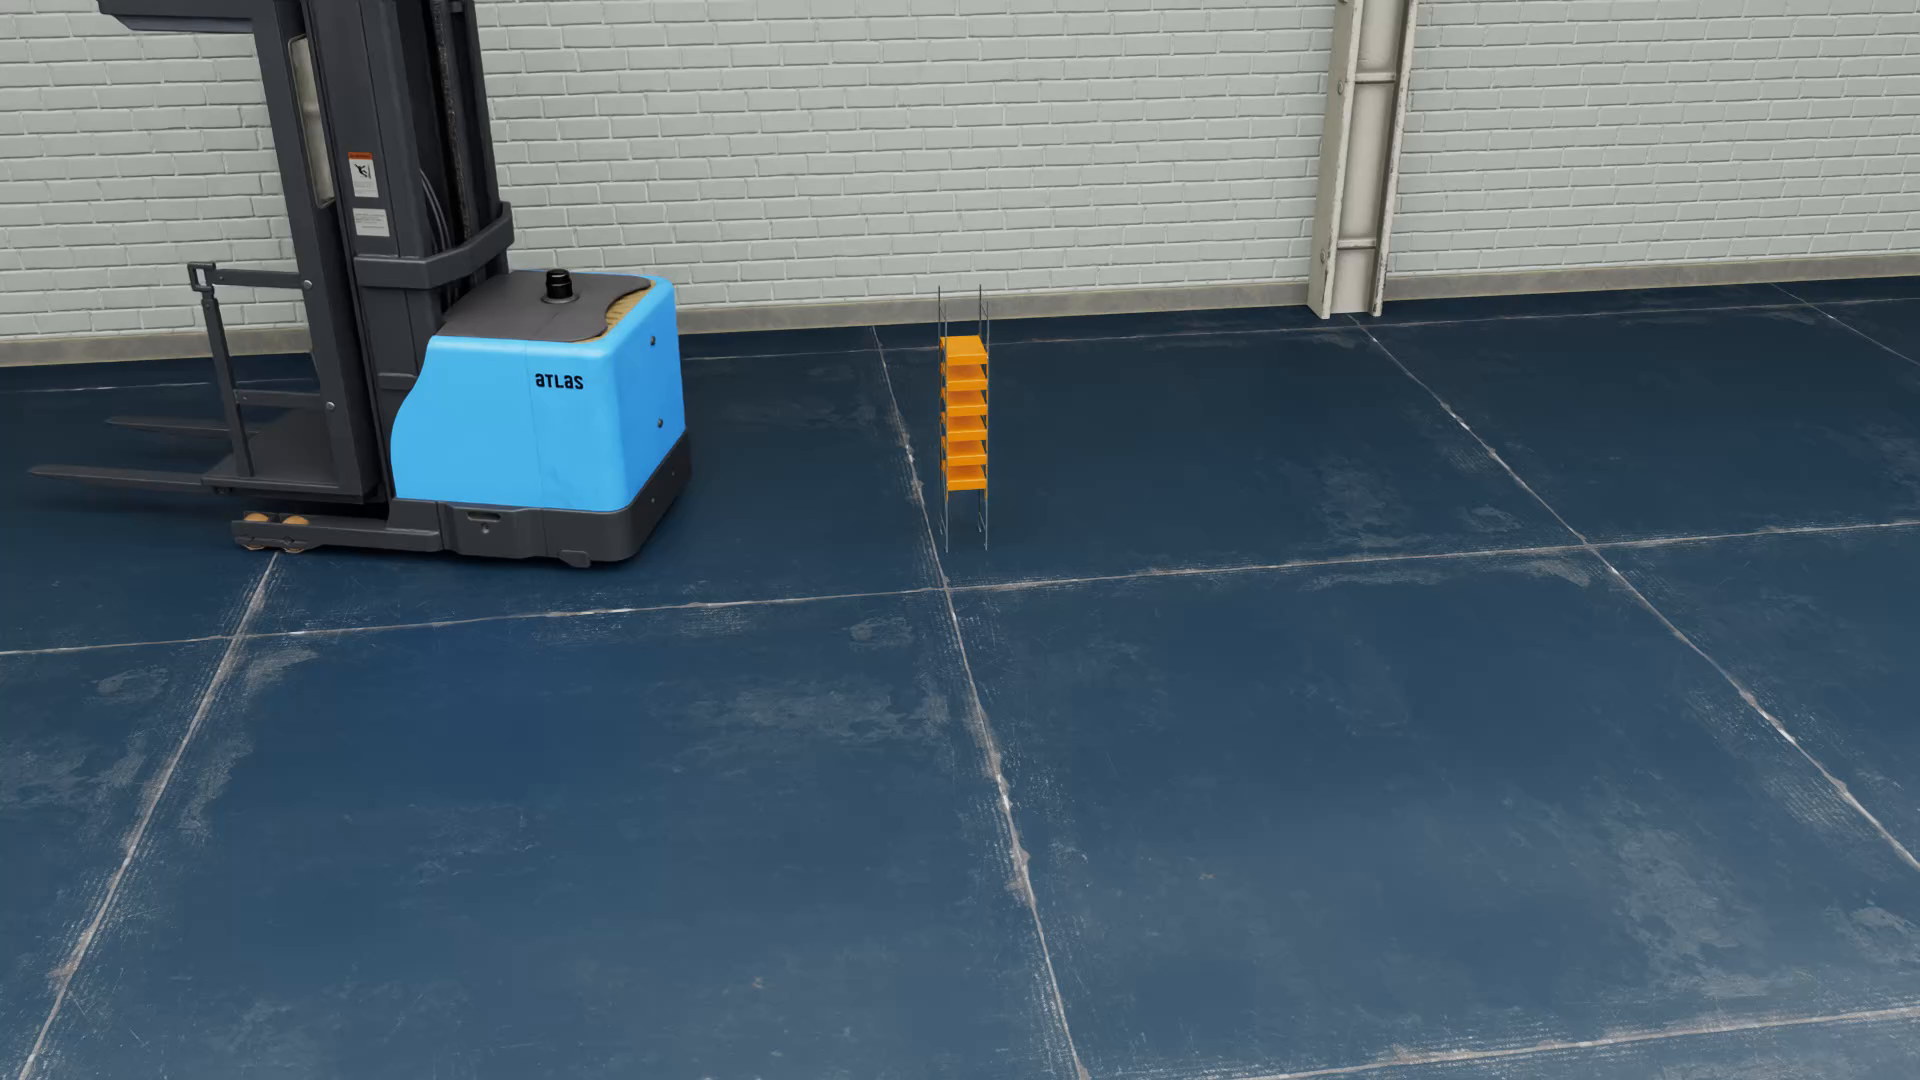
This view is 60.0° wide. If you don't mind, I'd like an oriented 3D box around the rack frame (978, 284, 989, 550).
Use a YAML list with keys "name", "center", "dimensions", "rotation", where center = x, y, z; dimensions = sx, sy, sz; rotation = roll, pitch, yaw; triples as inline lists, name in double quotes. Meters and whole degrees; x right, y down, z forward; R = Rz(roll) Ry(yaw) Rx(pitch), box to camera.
- name: "rack frame"
  center: [0.105, -0.541, 7.489]
  dimensions: [0.006, 1.200, 0.240]
  rotation: [-4, 27, -7]

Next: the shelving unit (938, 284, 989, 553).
- name: "shelving unit"
  center: [0.014, -0.535, 7.478]
  dimensions: [0.189, 1.200, 0.258]
  rotation: [-4, 27, -7]

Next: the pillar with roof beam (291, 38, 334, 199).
- name: "pillar with roof beam"
  center: [-2.894, -3.150, 4.032]
  dimensions: [0.400, 9.000, 9.100]
  rotation: [-4, 27, -7]

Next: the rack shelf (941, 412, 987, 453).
- name: "rack shelf"
  center: [0.014, -0.495, 7.498]
  dimensions: [0.180, 0.103, 0.258]
  rotation: [-4, 27, -7]

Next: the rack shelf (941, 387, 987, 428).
- name: "rack shelf"
  center: [0.014, -0.602, 7.443]
  dimensions: [0.180, 0.103, 0.258]
  rotation: [-4, 27, -7]

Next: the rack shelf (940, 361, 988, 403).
- name: "rack shelf"
  center: [0.014, -0.709, 7.389]
  dimensions: [0.180, 0.103, 0.258]
  rotation: [-4, 27, -7]

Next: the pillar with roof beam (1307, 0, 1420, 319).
- name: "pillar with roof beam"
  center: [3.048, -3.532, 4.776]
  dimensions: [0.400, 9.000, 9.100]
  rotation: [-4, 27, -7]

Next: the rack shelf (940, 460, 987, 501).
- name: "rack shelf"
  center: [0.014, -0.282, 7.608]
  dimensions: [0.180, 0.103, 0.258]
  rotation: [-4, 27, -7]

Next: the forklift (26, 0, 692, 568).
- name: "forklift"
  center: [-2.889, -1.477, 7.418]
  dimensions: [3.031, 2.935, 1.130]
  rotation: [4, 27, 8]

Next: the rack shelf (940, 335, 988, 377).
- name: "rack shelf"
  center: [0.014, -0.816, 7.334]
  dimensions: [0.180, 0.103, 0.258]
  rotation: [-4, 27, -7]

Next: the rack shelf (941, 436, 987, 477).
- name: "rack shelf"
  center: [0.014, -0.388, 7.553]
  dimensions: [0.180, 0.103, 0.258]
  rotation: [-4, 27, -7]

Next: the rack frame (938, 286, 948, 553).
- name: "rack frame"
  center: [-0.076, -0.529, 7.467]
  dimensions: [0.006, 1.200, 0.240]
  rotation: [-4, 27, -7]
